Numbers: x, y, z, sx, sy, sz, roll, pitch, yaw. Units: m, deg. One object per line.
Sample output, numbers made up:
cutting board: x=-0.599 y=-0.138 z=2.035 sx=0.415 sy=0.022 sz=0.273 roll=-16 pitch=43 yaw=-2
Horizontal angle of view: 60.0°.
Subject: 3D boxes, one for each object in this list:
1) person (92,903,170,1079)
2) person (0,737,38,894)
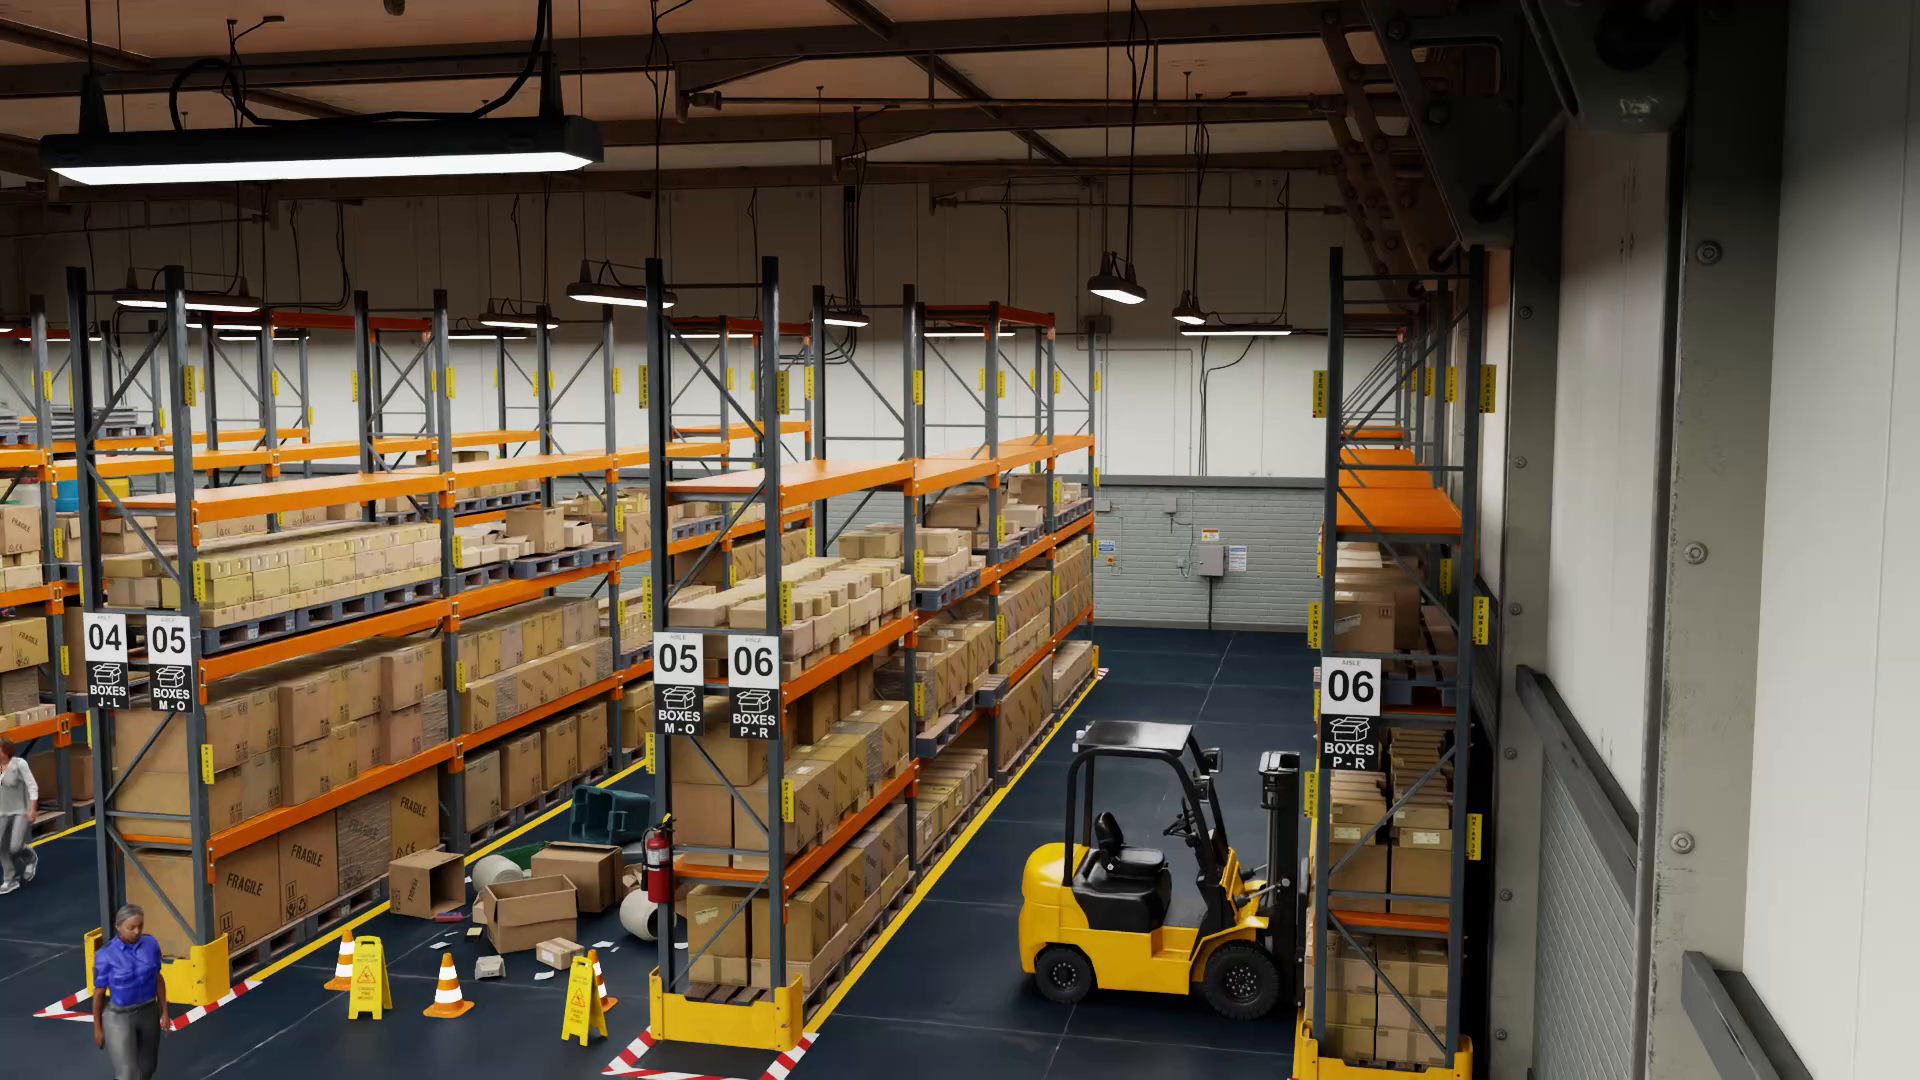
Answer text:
person: x=-5.593 y=3.234 z=11.203 sx=0.835 sy=1.606 sz=0.474 roll=4 pitch=7 yaw=34
person: x=-9.435 y=2.719 z=16.603 sx=0.501 sy=1.582 sz=0.475 roll=0 pitch=6 yaw=4
